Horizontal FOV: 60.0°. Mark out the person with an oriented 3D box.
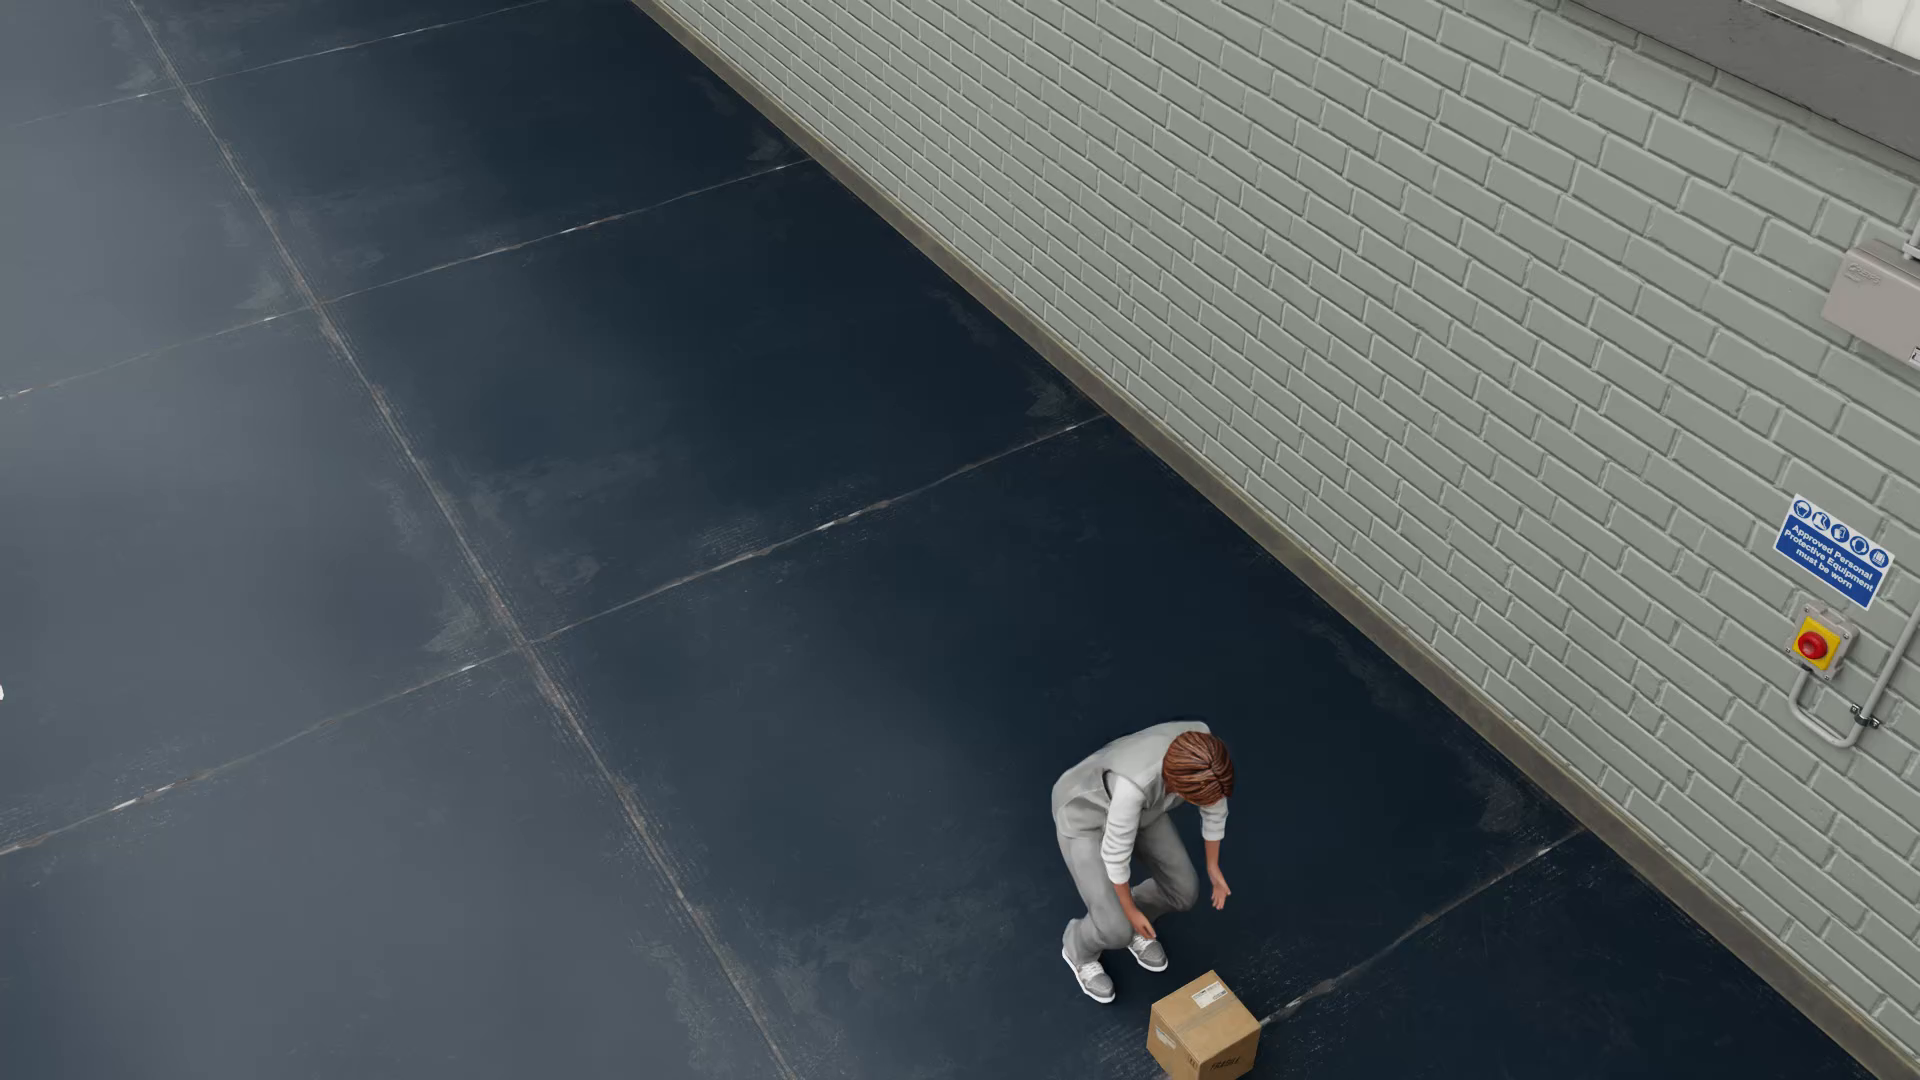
[{"bbox_3d":[0.582,0.967,5.291,0.462,1.310,0.640,-23,46,-24],"label":"person"}]
